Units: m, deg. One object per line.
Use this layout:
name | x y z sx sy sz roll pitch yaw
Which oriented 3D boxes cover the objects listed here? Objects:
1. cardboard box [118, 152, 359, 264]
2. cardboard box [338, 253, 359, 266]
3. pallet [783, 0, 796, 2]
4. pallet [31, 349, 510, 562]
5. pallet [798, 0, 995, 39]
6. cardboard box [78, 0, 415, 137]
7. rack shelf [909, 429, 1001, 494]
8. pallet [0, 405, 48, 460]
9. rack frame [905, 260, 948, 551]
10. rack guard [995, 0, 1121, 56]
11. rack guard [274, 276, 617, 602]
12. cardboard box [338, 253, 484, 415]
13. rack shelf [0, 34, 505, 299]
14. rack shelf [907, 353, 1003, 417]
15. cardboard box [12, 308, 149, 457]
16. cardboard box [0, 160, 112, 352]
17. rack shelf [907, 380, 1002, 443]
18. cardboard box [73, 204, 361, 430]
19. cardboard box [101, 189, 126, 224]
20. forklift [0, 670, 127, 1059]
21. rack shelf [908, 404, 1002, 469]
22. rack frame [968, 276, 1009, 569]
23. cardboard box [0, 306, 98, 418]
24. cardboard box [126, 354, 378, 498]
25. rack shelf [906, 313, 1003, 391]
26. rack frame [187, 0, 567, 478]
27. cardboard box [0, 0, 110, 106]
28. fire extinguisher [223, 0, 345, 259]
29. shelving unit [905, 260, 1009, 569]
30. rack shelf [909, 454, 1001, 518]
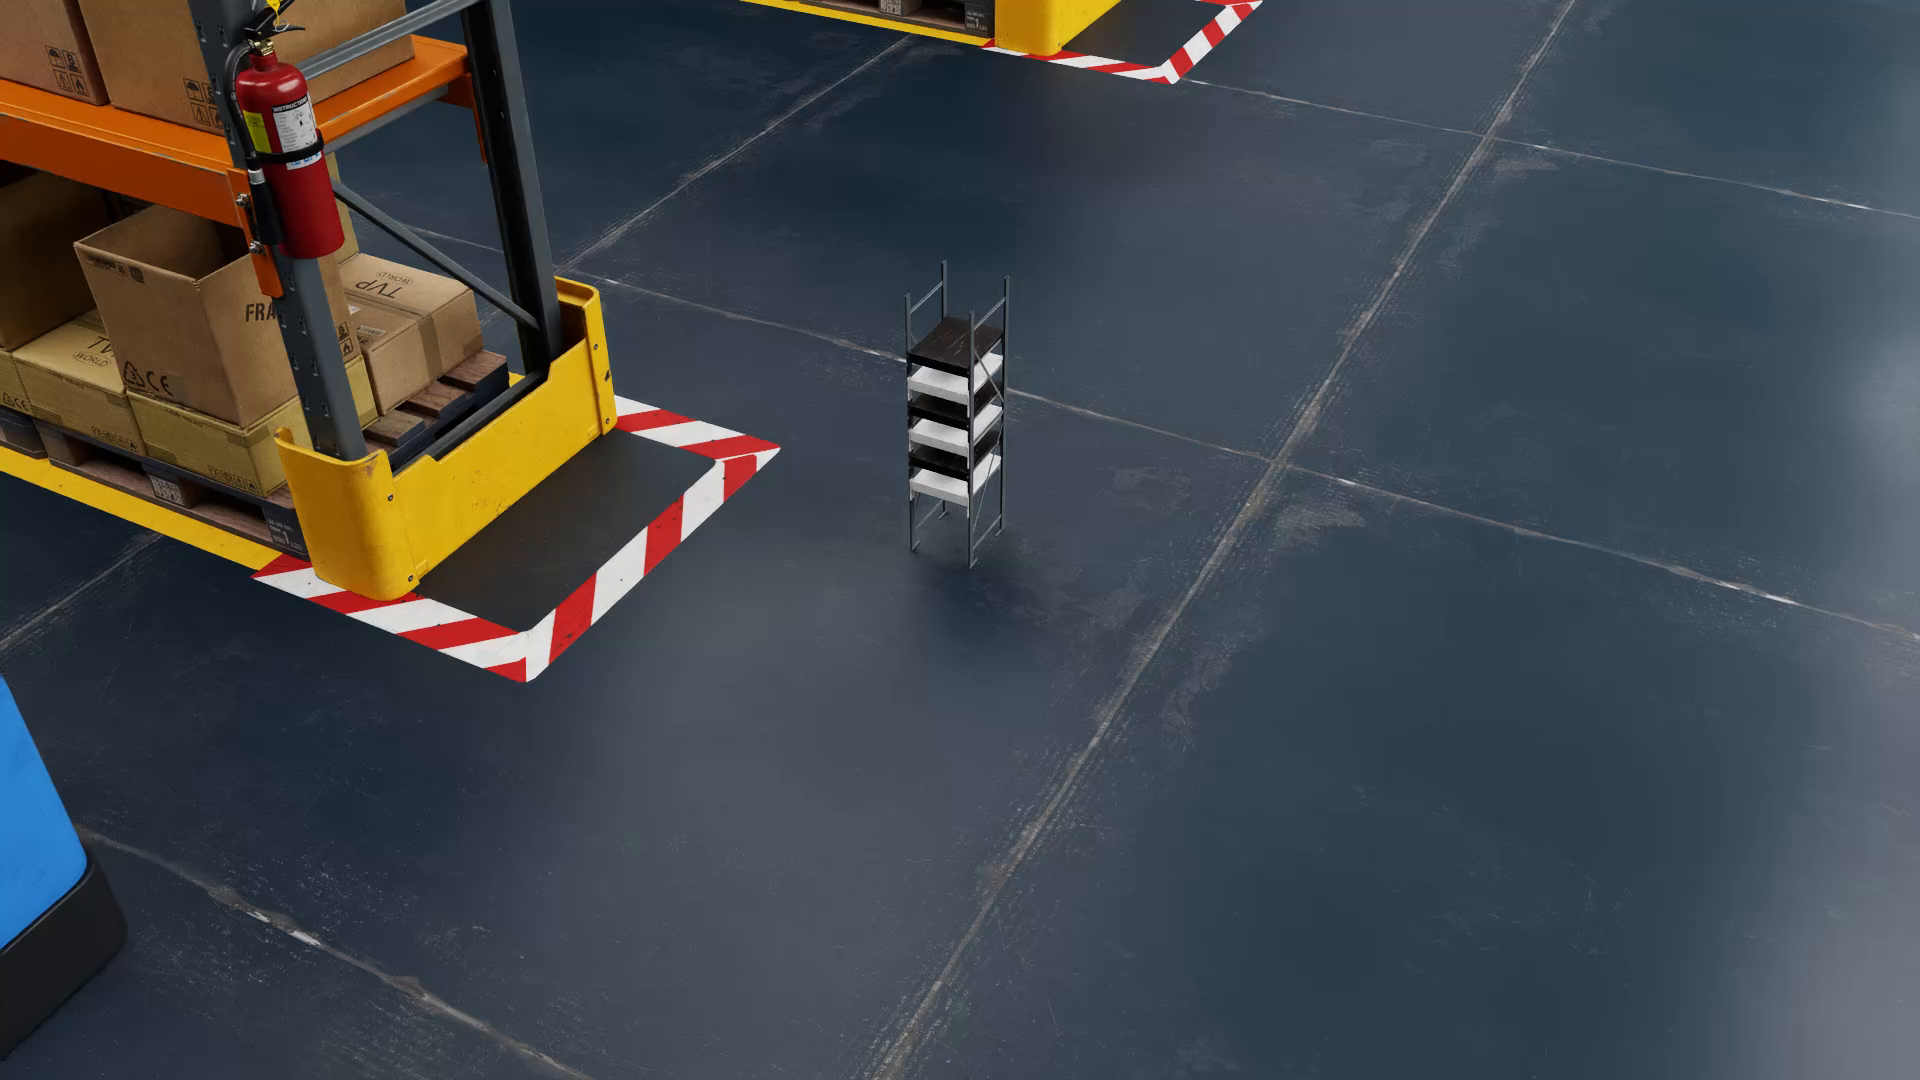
cardboard box | -2.432 -1.141 5.579 0.500 0.500 0.500 17 41 21
cardboard box | -2.433 -0.841 5.805 0.500 0.250 0.500 17 41 21
pallet | -1.220 -3.476 9.655 1.213 0.211 1.003 17 41 21
pallet | -2.312 -0.443 5.659 1.213 0.211 1.003 17 41 21
pallet | -0.140 -3.136 9.207 1.213 0.211 1.003 17 41 21
cardboard box | -2.022 -1.540 4.716 0.500 0.500 0.700 17 41 22
rack shelf | -0.007 -0.262 5.055 0.200 0.077 0.258 17 41 21
pallet | -3.391 -0.783 6.107 1.213 0.211 1.003 17 41 21
rack frame | -0.097 -0.389 5.018 0.006 0.900 0.240 17 41 21
rack guard | 0.579 -3.022 8.818 0.348 0.500 1.175 17 41 21
rack guard | -1.592 -0.362 5.313 0.348 0.500 1.175 17 41 21
cardboard box | -1.987 -0.704 5.624 0.500 0.250 0.500 17 41 21
rack shelf | -3.389 -1.633 5.516 4.000 0.370 1.077 17 41 21
rack shelf | -0.007 -0.478 4.892 0.200 0.077 0.258 17 41 21
cardboard box | -2.675 -0.559 5.432 0.500 0.250 0.500 17 41 21
cardboard box | -3.121 -0.994 5.385 0.500 0.500 0.500 17 41 21
rack shelf | -0.007 -0.406 4.947 0.200 0.077 0.258 17 41 21
cardboard box | -2.227 -0.724 5.029 0.500 0.500 0.500 17 41 21
cardboard box | -2.882 -1.273 5.753 0.500 0.500 0.500 17 41 21
forklift | -3.517 -0.299 3.220 3.031 2.935 1.130 16 40 20
rack shelf | -0.007 -0.334 5.001 0.200 0.077 0.258 17 41 21
rack frame | 0.083 -0.332 4.944 0.006 0.900 0.240 17 41 21
cardboard box | -3.120 -0.697 5.614 0.500 0.250 0.500 17 41 21
cardboard box | -2.226 -0.426 5.258 0.500 0.250 0.500 17 41 21
rack shelf | -0.007 -0.549 4.838 0.200 0.077 0.258 17 41 21
rack frame | -1.614 -1.364 4.566 0.127 3.000 1.000 17 41 21
cardboard box | -2.491 -1.684 4.905 0.500 0.500 0.700 18 41 23
fire extinguisher | -1.722 -1.051 4.217 0.183 0.674 0.296 17 41 21
shelving unit | -0.007 -0.361 4.981 0.210 0.900 0.258 17 41 21
rack shelf | -0.007 -0.191 5.110 0.200 0.077 0.258 17 41 21
